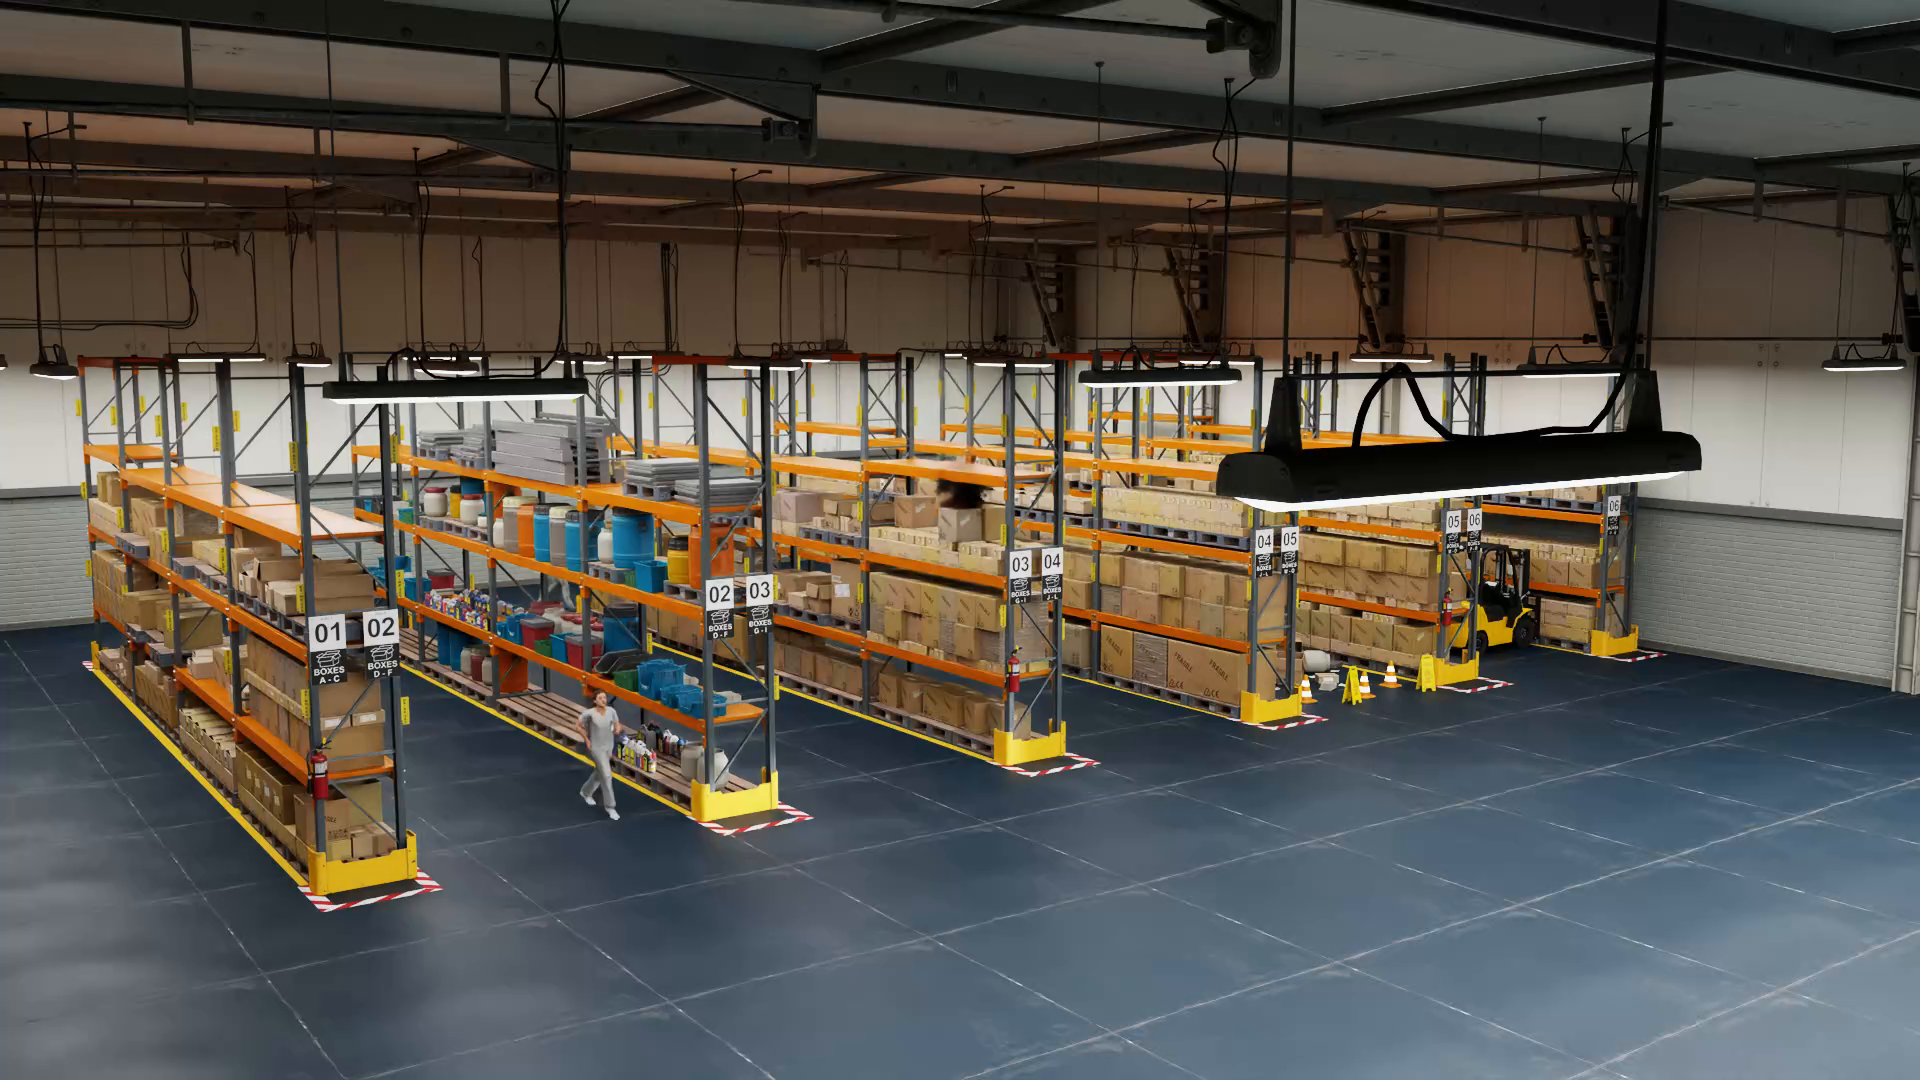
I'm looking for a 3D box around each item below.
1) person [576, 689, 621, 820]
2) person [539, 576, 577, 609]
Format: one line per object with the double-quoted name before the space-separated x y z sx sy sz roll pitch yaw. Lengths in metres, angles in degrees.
"person" -4.790 2.814 22.213 0.880 1.701 0.549 6 9 42
"person" -9.398 0.715 38.849 0.932 1.805 0.678 -1 7 -10
